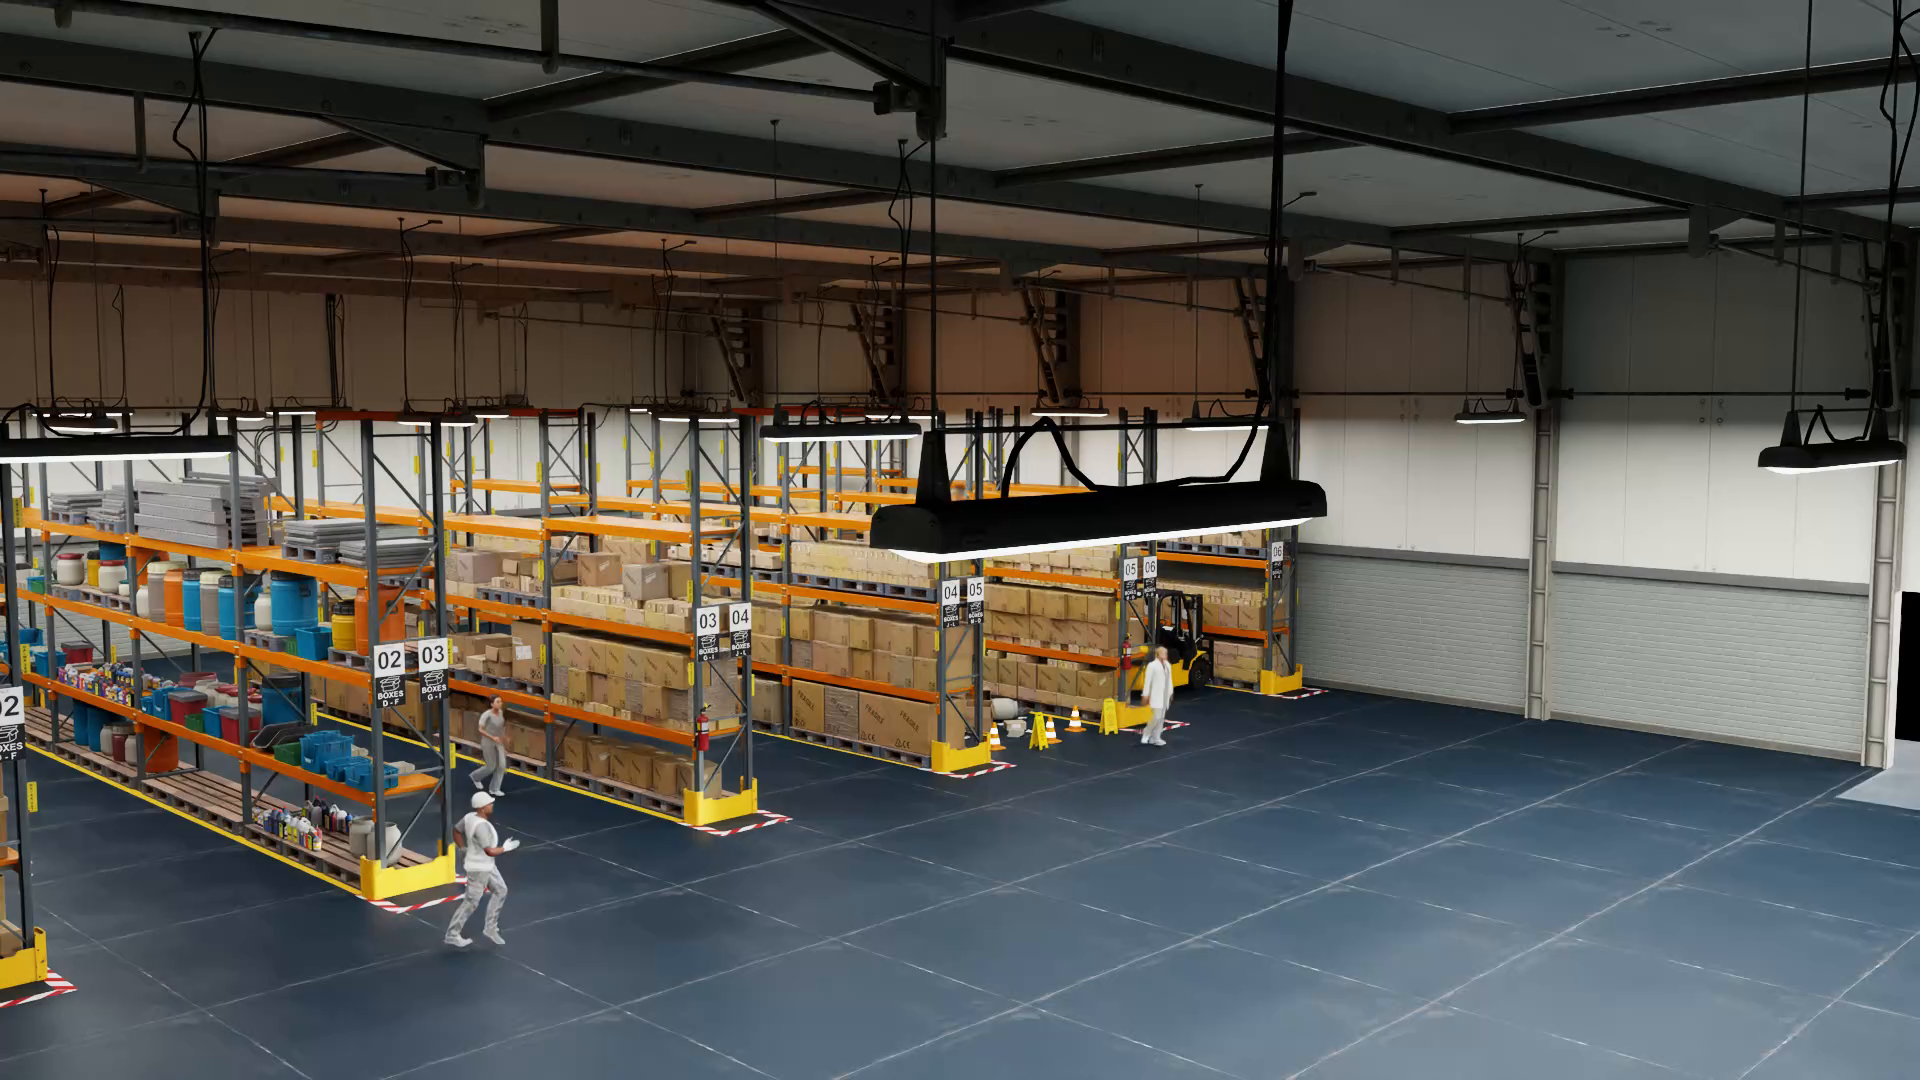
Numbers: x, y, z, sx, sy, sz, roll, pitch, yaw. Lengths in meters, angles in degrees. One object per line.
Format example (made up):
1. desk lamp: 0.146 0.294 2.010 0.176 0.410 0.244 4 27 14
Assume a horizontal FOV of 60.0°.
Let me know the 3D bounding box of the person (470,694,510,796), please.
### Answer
1. person: -7.425 3.216 26.209 0.735 1.618 0.547 3 6 33

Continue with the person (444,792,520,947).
1. person: -5.446 3.768 18.926 0.856 1.836 0.647 -1 5 -16

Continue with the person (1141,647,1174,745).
1. person: 3.535 2.795 29.812 0.662 1.771 0.502 -5 7 -44
